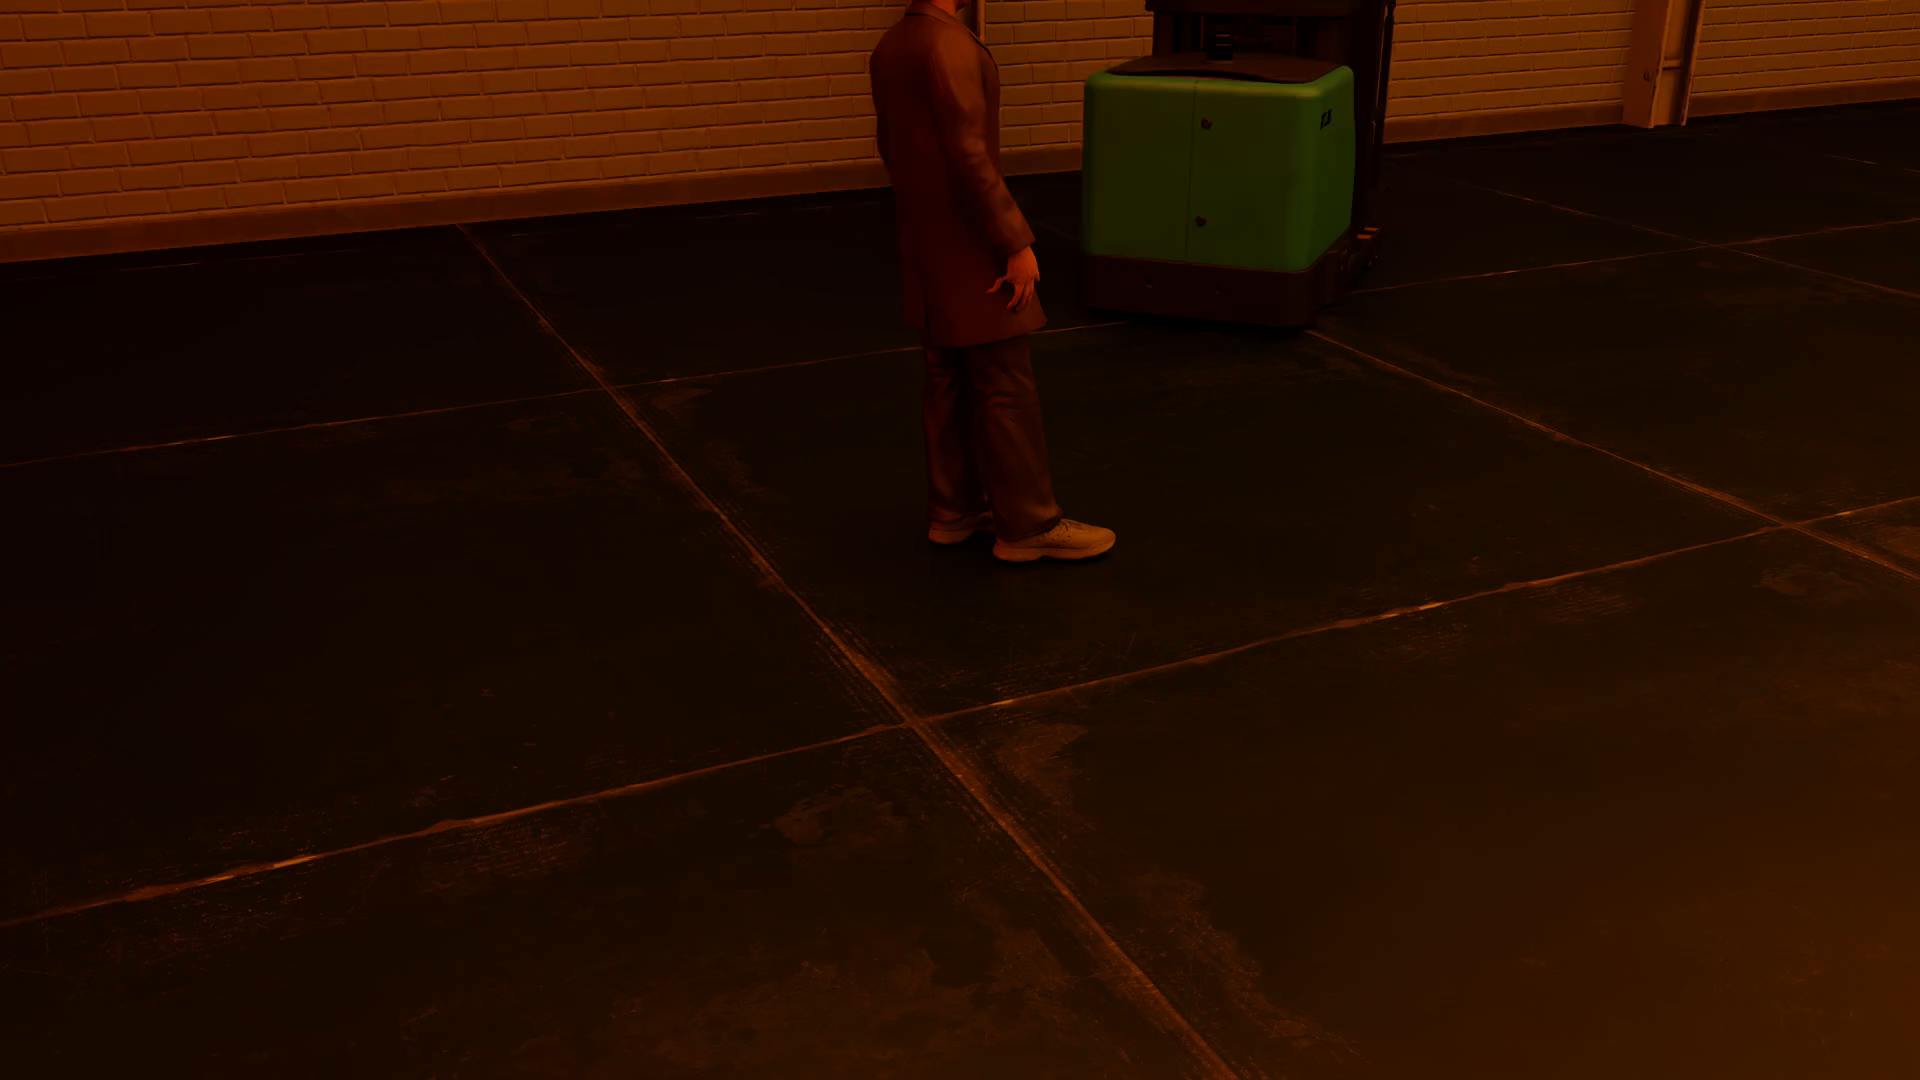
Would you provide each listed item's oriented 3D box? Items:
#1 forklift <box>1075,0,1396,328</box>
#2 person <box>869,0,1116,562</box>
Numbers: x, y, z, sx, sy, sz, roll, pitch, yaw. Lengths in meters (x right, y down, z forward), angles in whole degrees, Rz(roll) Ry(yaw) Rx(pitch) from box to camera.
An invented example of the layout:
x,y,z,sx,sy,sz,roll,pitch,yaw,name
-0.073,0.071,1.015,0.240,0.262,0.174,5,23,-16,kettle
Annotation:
x,y,z,sx,sy,sz,roll,pitch,yaw,name
1.555,-2.795,8.013,1.130,2.935,3.031,9,24,21,forklift
0.085,-0.841,4.796,0.579,1.777,0.696,-10,25,-23,person
